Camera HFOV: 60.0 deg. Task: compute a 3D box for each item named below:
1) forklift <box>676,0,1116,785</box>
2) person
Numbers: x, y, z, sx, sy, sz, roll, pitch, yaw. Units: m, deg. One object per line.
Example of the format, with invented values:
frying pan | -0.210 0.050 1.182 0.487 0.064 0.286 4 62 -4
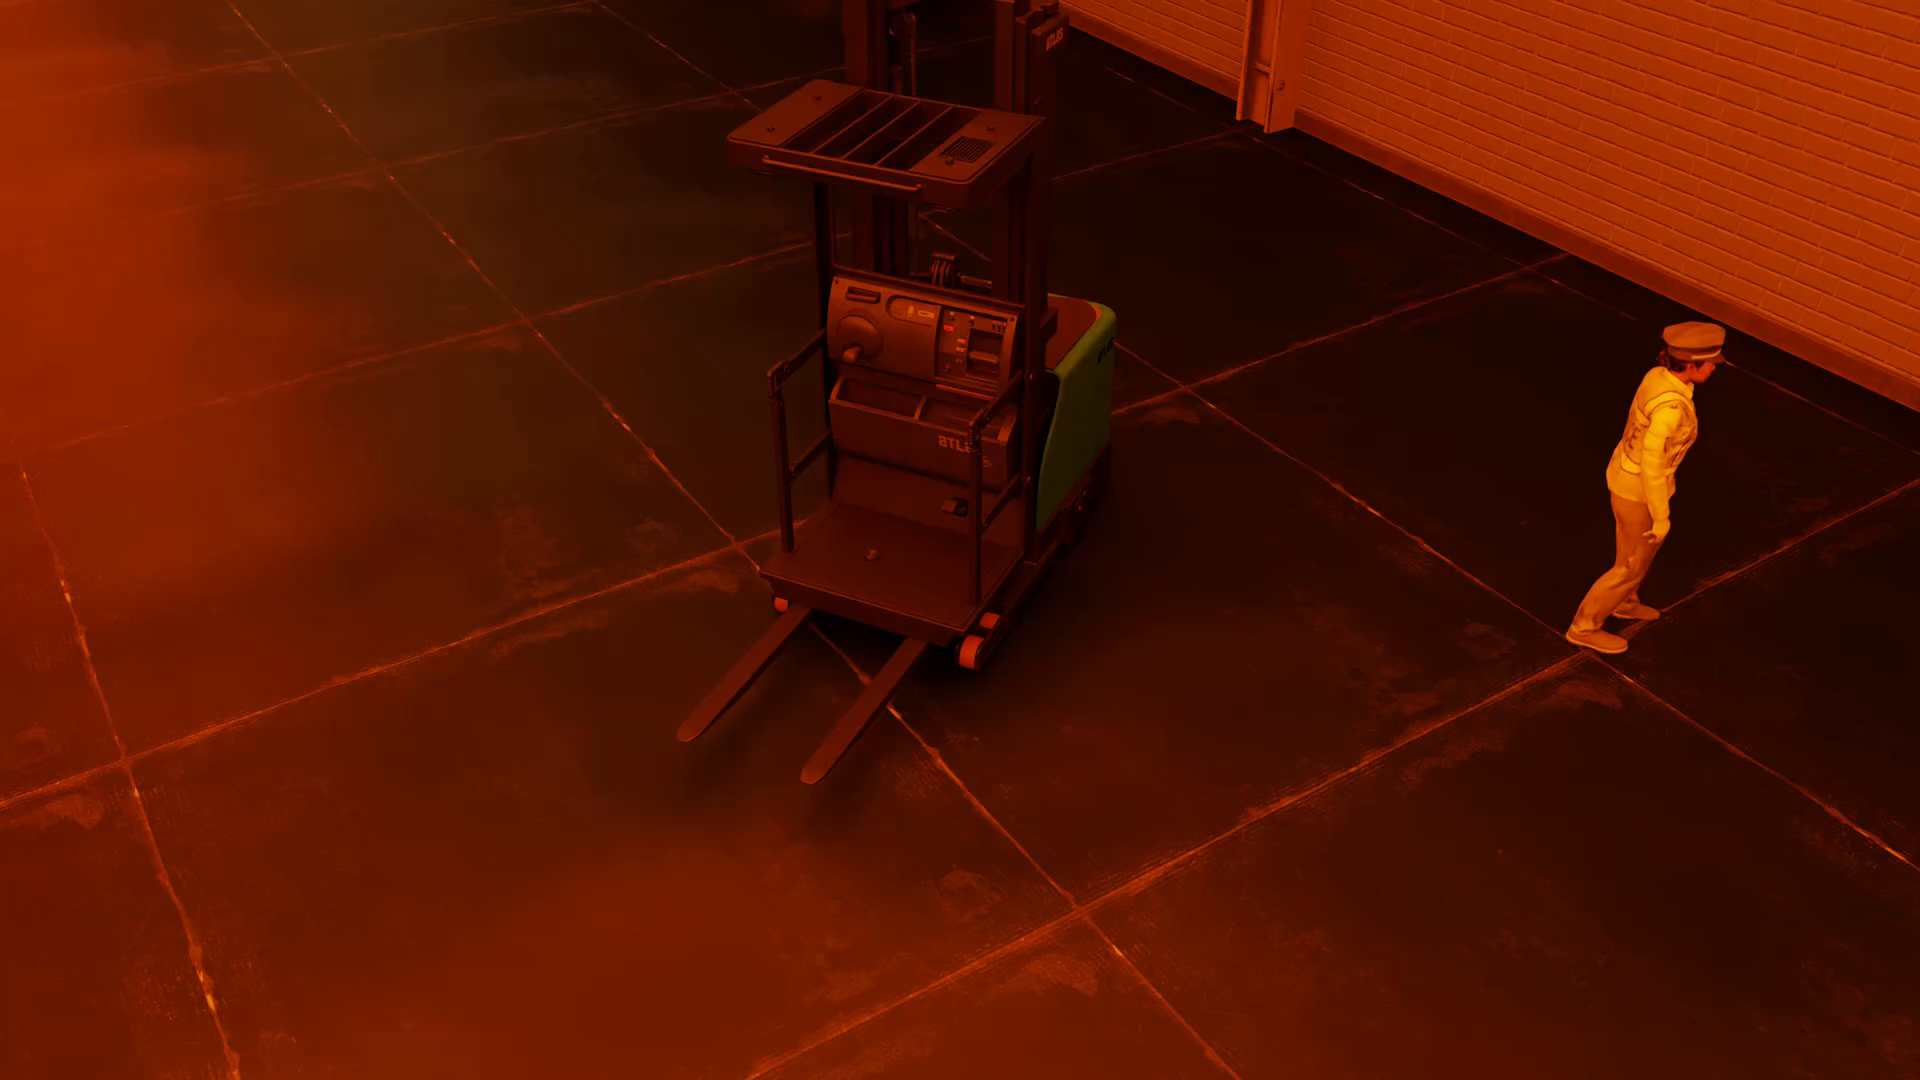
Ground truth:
forklift | -0.267 -0.874 7.392 1.130 2.935 3.031 15 38 20
person | 3.137 -0.230 7.581 0.374 1.663 0.529 8 36 11
